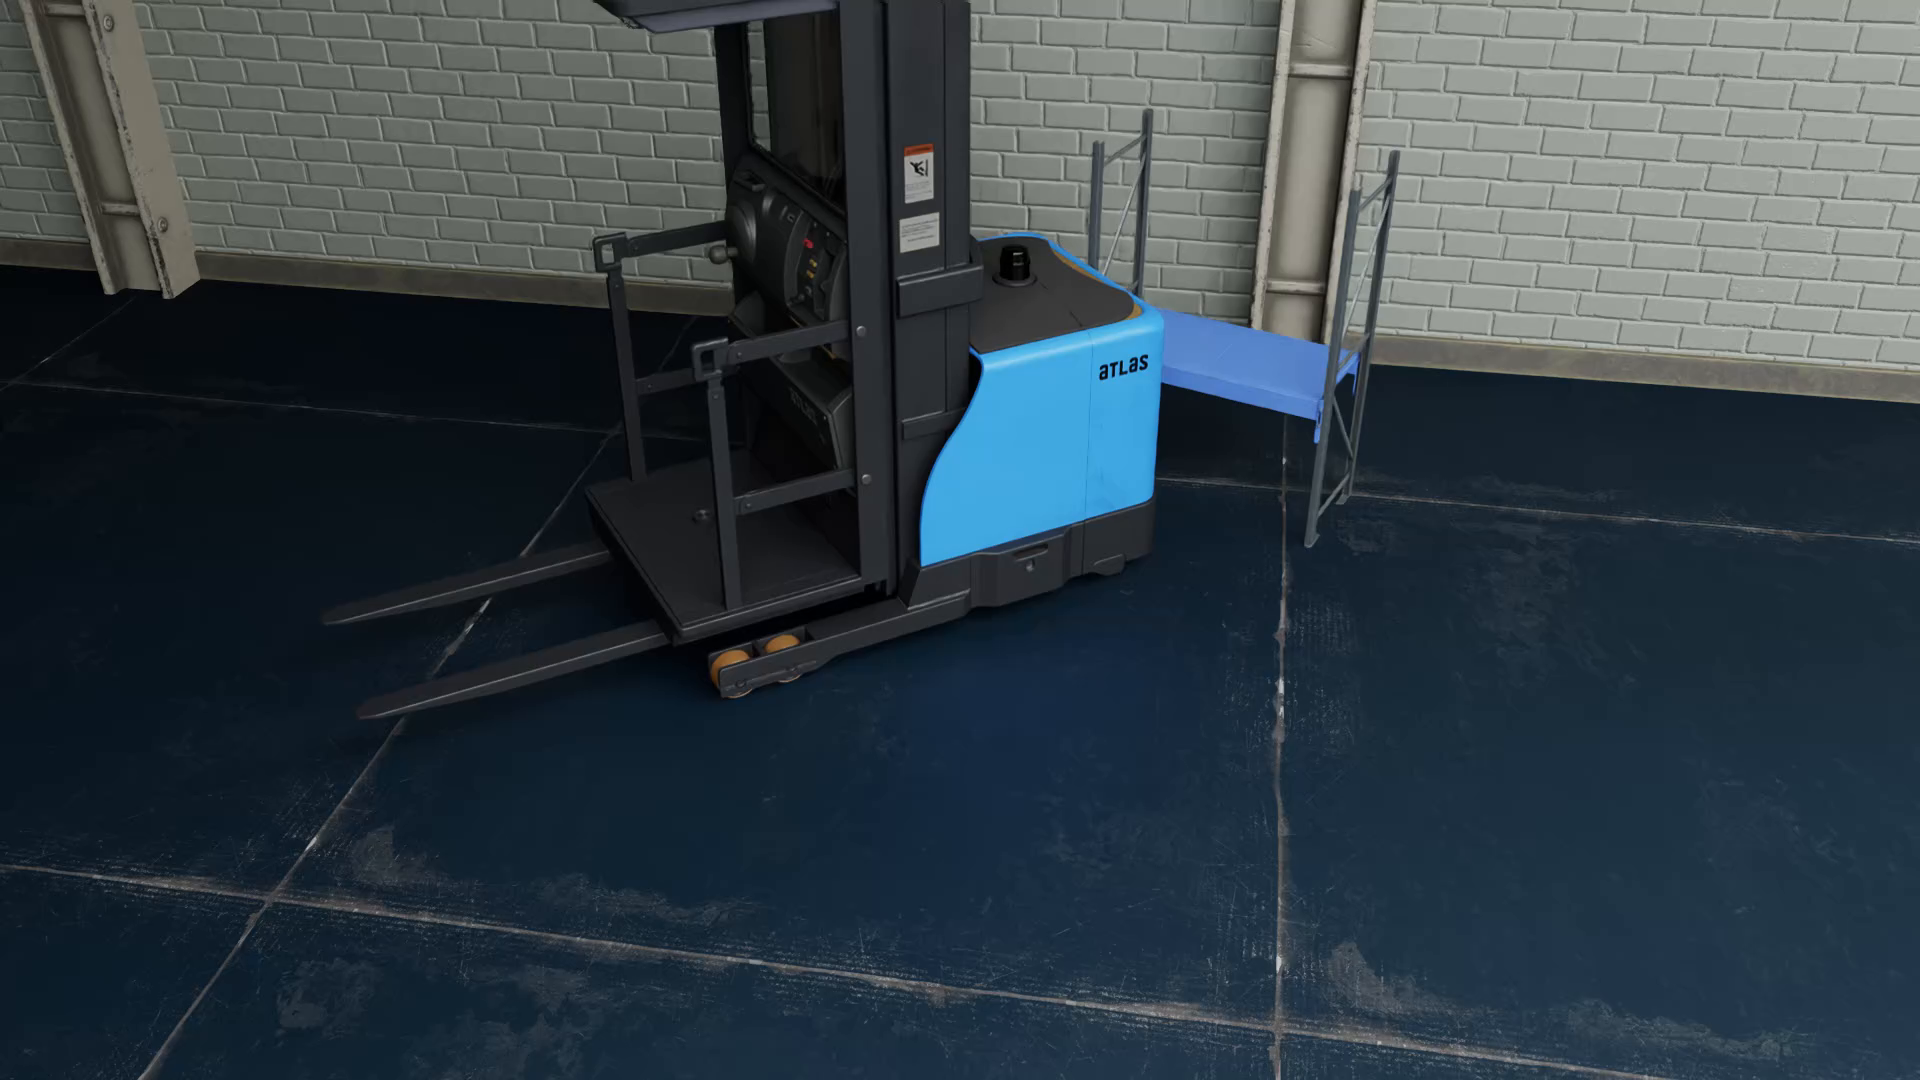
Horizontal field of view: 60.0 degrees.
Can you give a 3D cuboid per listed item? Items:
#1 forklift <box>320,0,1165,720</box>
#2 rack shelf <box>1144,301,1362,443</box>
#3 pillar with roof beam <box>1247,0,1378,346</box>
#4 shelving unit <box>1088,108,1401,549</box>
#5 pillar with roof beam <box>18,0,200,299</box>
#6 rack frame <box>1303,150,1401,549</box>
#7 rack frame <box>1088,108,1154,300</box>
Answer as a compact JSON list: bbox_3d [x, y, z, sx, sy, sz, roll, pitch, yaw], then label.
[{"bbox_3d":[-0.780,-1.007,5.596,3.031,2.935,1.130,-16,35,-24],"label":"forklift"},{"bbox_3d":[1.084,-0.702,6.798,1.000,0.185,0.538,17,36,25],"label":"rack shelf"},{"bbox_3d":[0.858,-2.399,2.101,0.400,9.000,9.100,5,32,8],"label":"pillar with roof beam"},{"bbox_3d":[1.084,-0.855,6.702,1.048,1.500,0.538,17,36,25],"label":"shelving unit"},{"bbox_3d":[-5.056,-2.935,2.957,0.400,9.000,9.100,5,32,8],"label":"pillar with roof beam"},{"bbox_3d":[1.524,-0.720,6.487,0.032,1.500,0.500,17,36,25],"label":"rack frame"},{"bbox_3d":[0.644,-0.990,6.918,0.032,1.500,0.500,17,36,25],"label":"rack frame"}]
